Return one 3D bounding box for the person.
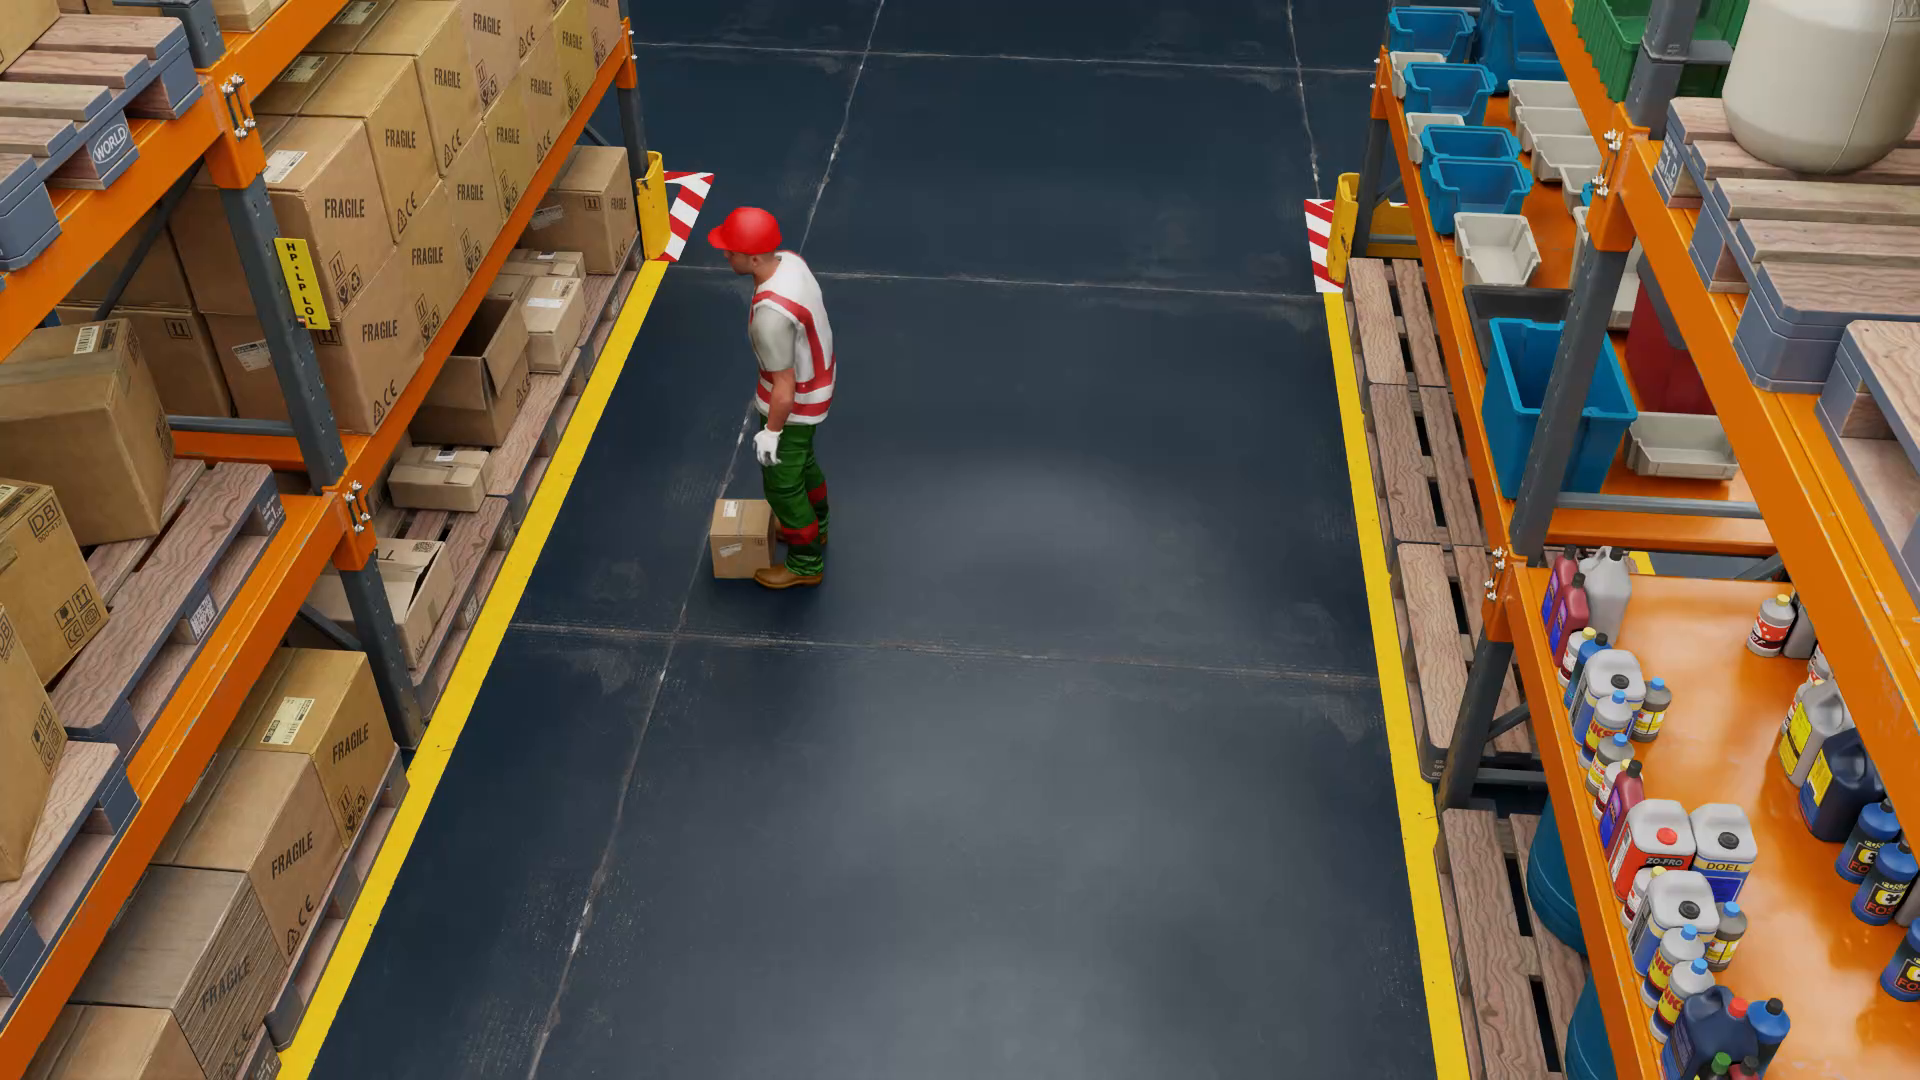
[{"bbox_3d":[-0.733,-0.575,6.836,0.454,1.779,0.620,2,40,3],"label":"person"}]
